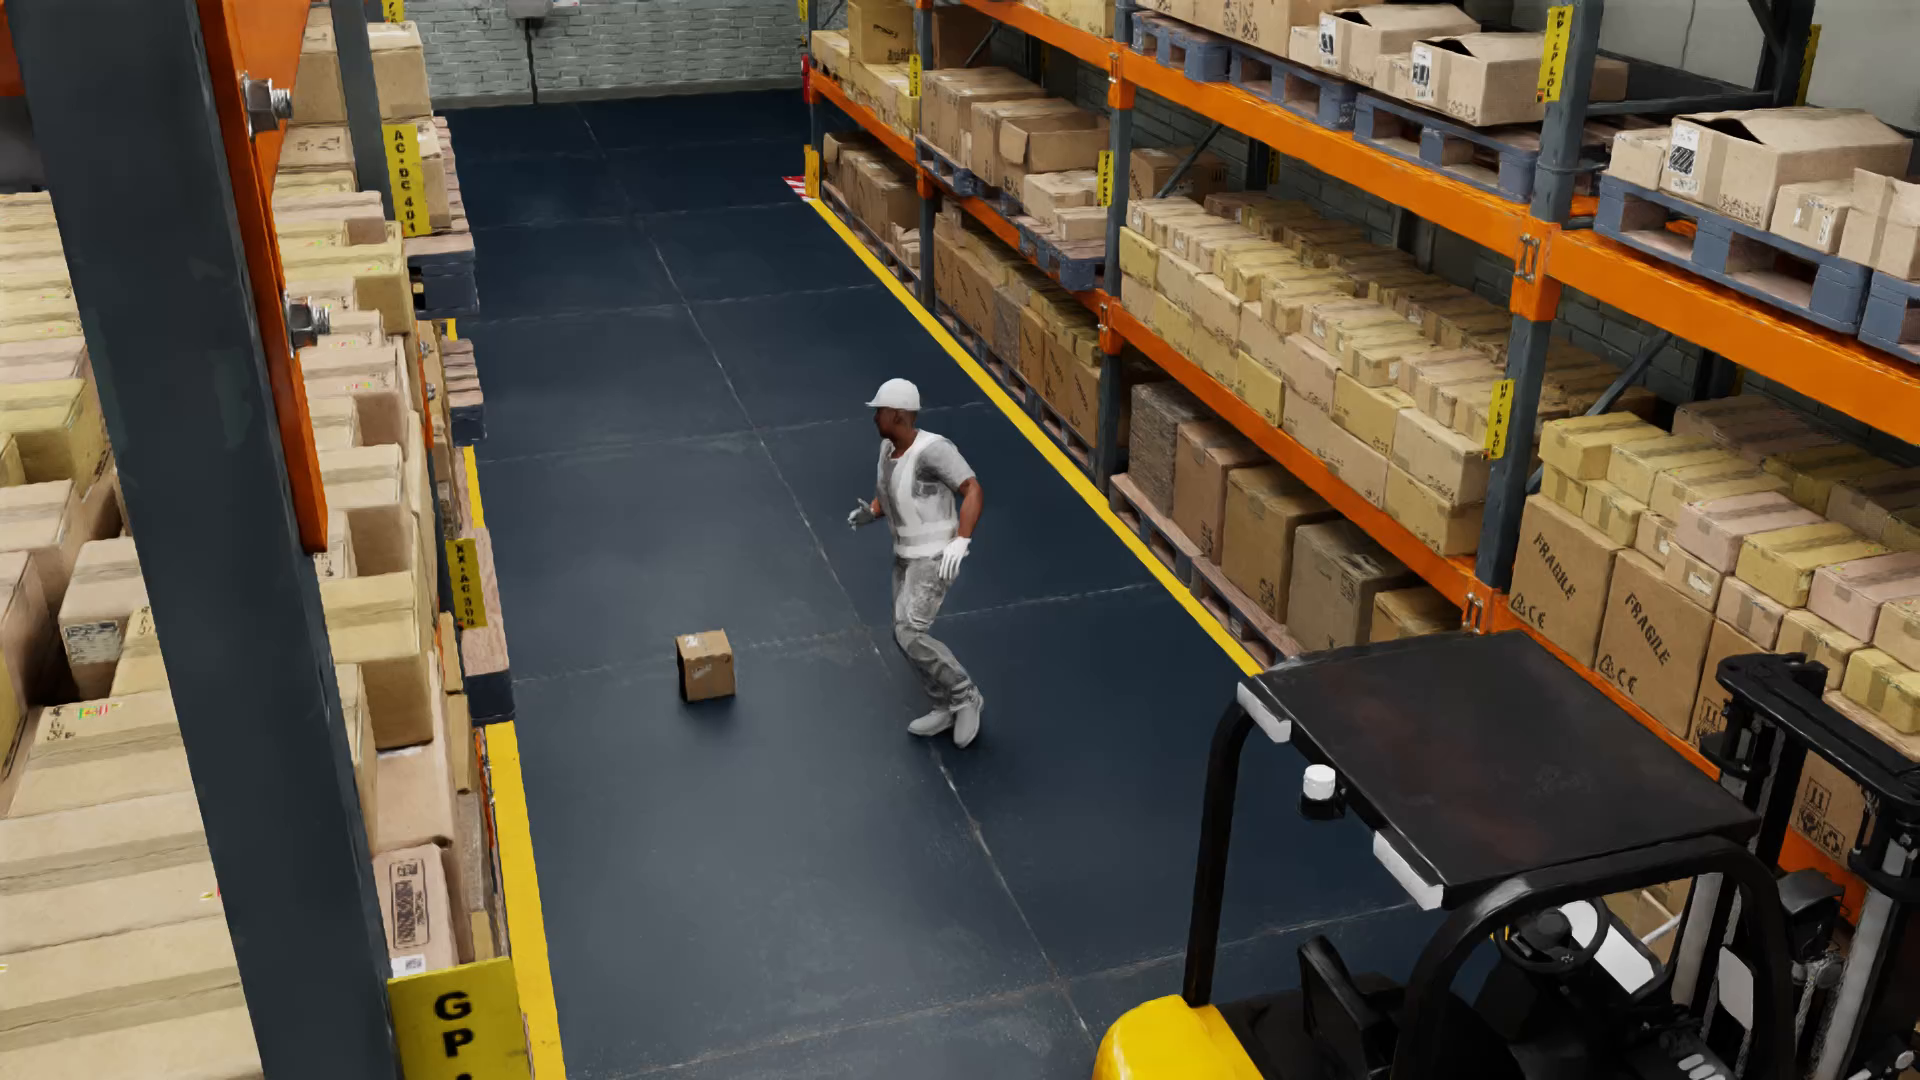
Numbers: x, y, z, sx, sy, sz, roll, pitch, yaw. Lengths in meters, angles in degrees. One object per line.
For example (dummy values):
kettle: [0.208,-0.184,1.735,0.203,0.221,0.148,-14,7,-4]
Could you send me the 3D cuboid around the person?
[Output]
person: [-0.218,0.112,8.003,0.573,1.661,0.941,-13,29,-25]
